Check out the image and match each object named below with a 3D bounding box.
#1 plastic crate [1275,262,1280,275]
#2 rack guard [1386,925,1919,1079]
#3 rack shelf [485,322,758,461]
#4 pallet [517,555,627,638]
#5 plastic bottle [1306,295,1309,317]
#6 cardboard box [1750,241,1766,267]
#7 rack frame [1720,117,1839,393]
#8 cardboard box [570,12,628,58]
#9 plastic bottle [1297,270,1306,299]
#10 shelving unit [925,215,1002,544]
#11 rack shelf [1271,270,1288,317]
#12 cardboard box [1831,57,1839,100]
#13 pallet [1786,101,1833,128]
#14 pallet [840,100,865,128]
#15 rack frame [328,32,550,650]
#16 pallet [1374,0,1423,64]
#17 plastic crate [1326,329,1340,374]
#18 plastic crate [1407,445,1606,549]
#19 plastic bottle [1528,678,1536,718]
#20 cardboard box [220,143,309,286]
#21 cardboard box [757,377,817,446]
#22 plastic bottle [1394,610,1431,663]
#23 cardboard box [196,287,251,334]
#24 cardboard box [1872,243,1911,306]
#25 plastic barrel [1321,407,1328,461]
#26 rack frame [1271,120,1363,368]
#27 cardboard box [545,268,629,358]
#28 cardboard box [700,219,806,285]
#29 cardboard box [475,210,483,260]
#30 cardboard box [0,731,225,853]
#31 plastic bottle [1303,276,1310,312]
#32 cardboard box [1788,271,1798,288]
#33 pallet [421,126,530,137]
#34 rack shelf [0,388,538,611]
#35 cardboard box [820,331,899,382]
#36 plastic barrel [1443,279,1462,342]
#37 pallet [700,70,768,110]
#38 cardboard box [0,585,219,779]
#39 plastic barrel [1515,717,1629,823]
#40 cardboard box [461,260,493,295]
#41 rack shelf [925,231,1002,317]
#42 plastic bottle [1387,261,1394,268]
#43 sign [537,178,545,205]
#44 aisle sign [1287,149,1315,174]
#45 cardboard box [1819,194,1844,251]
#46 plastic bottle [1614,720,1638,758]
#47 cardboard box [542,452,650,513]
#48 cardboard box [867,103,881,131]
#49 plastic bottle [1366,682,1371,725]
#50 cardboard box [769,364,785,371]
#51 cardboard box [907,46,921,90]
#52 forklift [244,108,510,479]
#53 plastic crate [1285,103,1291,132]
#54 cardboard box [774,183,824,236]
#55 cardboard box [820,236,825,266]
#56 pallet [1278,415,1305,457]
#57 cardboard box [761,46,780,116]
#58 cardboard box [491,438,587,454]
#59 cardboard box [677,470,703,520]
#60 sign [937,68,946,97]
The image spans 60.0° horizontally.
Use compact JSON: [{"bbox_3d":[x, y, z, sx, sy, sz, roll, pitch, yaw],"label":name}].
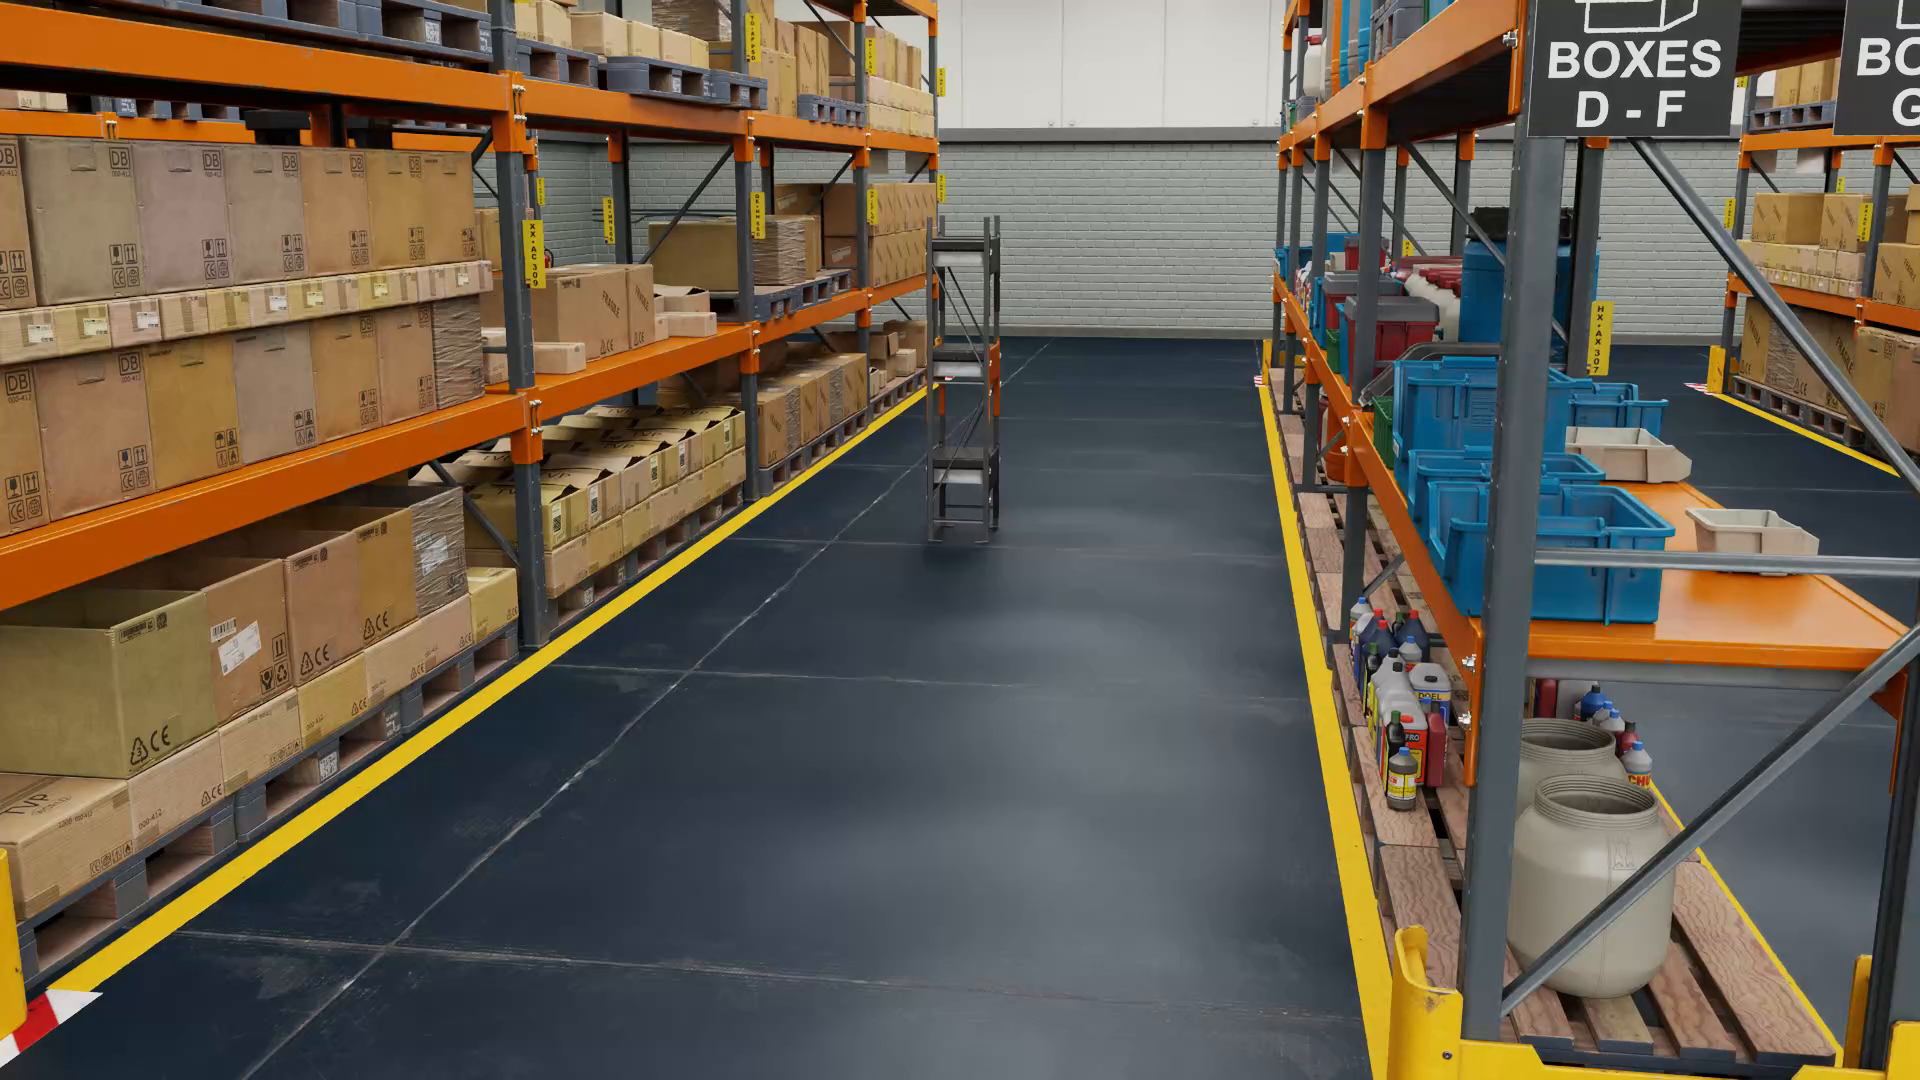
[{"bbox_3d":[3.532,-2.930,17.951,0.250,0.136,0.298,2,12,9],"label":"plastic crate"},{"bbox_3d":[1.635,1.260,3.960,1.175,0.500,0.348,2,12,9],"label":"rack guard"},{"bbox_3d":[-2.302,-1.003,10.236,1.077,0.370,4.000,2,12,9],"label":"rack shelf"},{"bbox_3d":[-2.534,0.270,9.240,1.003,0.211,1.213,2,12,9],"label":"pallet"},{"bbox_3d":[2.702,-1.804,12.715,0.097,0.201,0.097,0,12,0],"label":"plastic bottle"},{"bbox_3d":[8.610,-2.987,17.385,0.500,0.250,0.500,2,12,8],"label":"cardboard box"},{"bbox_3d":[9.024,-3.115,18.327,1.000,3.000,0.127,2,12,9],"label":"rack frame"},{"bbox_3d":[-2.255,-2.933,9.722,0.500,0.250,0.500,1,12,4],"label":"cardboard box"},{"bbox_3d":[2.966,-2.196,14.370,0.097,0.271,0.097,0,12,0],"label":"plastic bottle"},{"bbox_3d":[0.025,-1.061,10.932,0.431,2.100,0.503,2,12,9],"label":"shelving unit"},{"bbox_3d":[3.823,-2.507,17.215,1.077,0.370,4.000,2,12,9],"label":"rack shelf"},{"bbox_3d":[8.778,-4.432,15.849,0.700,0.500,0.500,2,12,11],"label":"cardboard box"},{"bbox_3d":[8.735,-4.128,16.120,1.003,0.211,1.213,2,12,9],"label":"pallet"},{"bbox_3d":[-1.548,-3.845,15.040,1.213,0.211,1.003,2,12,9],"label":"pallet"},{"bbox_3d":[-2.609,-0.939,8.228,1.000,3.000,0.127,2,12,9],"label":"rack frame"},{"bbox_3d":[2.270,-1.998,6.472,1.213,0.211,1.003,2,12,9],"label":"pallet"},{"bbox_3d":[2.274,-1.045,9.227,0.450,0.188,0.662,2,12,9],"label":"plastic crate"},{"bbox_3d":[1.556,-0.121,4.787,0.499,0.251,0.408,2,12,9],"label":"plastic crate"},{"bbox_3d":[2.286,0.588,6.548,0.061,0.283,0.133,2,12,9],"label":"plastic bottle"},{"bbox_3d":[-2.903,-1.216,6.197,0.700,0.500,0.500,2,12,9],"label":"cardboard box"},{"bbox_3d":[-1.485,-1.063,13.696,0.500,0.500,0.500,2,12,8],"label":"cardboard box"},{"bbox_3d":[1.893,0.462,6.974,0.144,0.351,0.185,2,12,9],"label":"plastic bottle"},{"bbox_3d":[-2.755,-0.815,5.877,0.380,0.149,0.250,2,12,8],"label":"cardboard box"},{"bbox_3d":[8.091,-2.243,14.046,0.500,0.500,0.500,2,12,9],"label":"cardboard box"},{"bbox_3d":[2.957,-0.822,12.596,0.421,0.512,0.421,0,12,0],"label":"plastic barrel"},{"bbox_3d":[4.130,-3.275,19.071,1.000,3.000,0.127,2,12,9],"label":"rack frame"},{"bbox_3d":[-2.317,-1.361,9.950,0.500,0.500,0.500,2,12,9],"label":"cardboard box"},{"bbox_3d":[-1.679,-2.344,13.517,0.700,0.500,0.500,4,13,19],"label":"cardboard box"},{"bbox_3d":[-5.955,-3.326,18.596,0.980,0.700,0.700,1,12,6],"label":"cardboard box"},{"bbox_3d":[-2.849,0.824,5.578,0.500,0.250,0.500,2,12,9],"label":"cardboard box"},{"bbox_3d":[2.765,-1.955,13.222,0.061,0.283,0.133,2,12,9],"label":"plastic bottle"},{"bbox_3d":[8.370,-2.554,16.320,0.380,0.149,0.250,2,12,10],"label":"cardboard box"},{"bbox_3d":[-5.763,-4.865,19.536,1.003,0.211,1.213,2,12,9],"label":"pallet"},{"bbox_3d":[-2.917,-0.171,6.372,1.077,0.370,4.000,2,12,9],"label":"rack shelf"},{"bbox_3d":[-1.095,-1.990,17.988,0.797,0.503,0.637,2,12,9],"label":"cardboard box"},{"bbox_3d":[2.649,-1.036,8.357,0.433,0.535,0.433,0,12,0],"label":"plastic barrel"},{"bbox_3d":[-2.010,-3.001,11.127,1.213,0.211,1.003,2,12,11],"label":"pallet"},{"bbox_3d":[-2.847,0.458,5.499,0.500,0.500,0.500,2,12,9],"label":"cardboard box"},{"bbox_3d":[1.772,0.822,4.966,0.421,0.512,0.421,0,12,0],"label":"plastic barrel"},{"bbox_3d":[-2.439,-1.241,7.855,0.380,0.149,0.250,2,12,9],"label":"cardboard box"},{"bbox_3d":[0.025,-1.732,10.787,0.431,0.518,0.480,2,12,9],"label":"rack shelf"},{"bbox_3d":[3.697,-2.217,14.276,0.144,0.351,0.185,2,12,9],"label":"plastic bottle"},{"bbox_3d":[-5.125,-4.258,20.319,0.100,0.325,0.005,2,12,9],"label":"sign"},{"bbox_3d":[3.848,-4.571,18.912,0.394,0.787,0.004,2,12,9],"label":"aisle sign"},{"bbox_3d":[8.297,-2.929,15.336,0.500,0.500,0.500,2,12,9],"label":"cardboard box"},{"bbox_3d":[2.309,0.754,5.777,0.061,0.283,0.133,2,12,10],"label":"plastic bottle"},{"bbox_3d":[-2.139,-0.364,9.759,0.500,0.311,0.500,1,12,7],"label":"cardboard box"},{"bbox_3d":[-1.059,-4.090,16.088,0.500,0.250,0.500,2,12,9],"label":"cardboard box"},{"bbox_3d":[1.655,0.628,6.559,0.097,0.201,0.097,0,12,0],"label":"plastic bottle"},{"bbox_3d":[-1.849,-1.289,14.744,0.500,0.500,0.500,2,12,9],"label":"cardboard box"},{"bbox_3d":[-0.826,-5.333,18.889,0.700,0.500,0.500,2,12,9],"label":"cardboard box"},{"bbox_3d":[-4.313,-1.774,12.267,1.130,2.935,3.031,2,12,10],"label":"forklift"},{"bbox_3d":[3.484,-4.232,16.673,0.437,0.282,0.530,2,12,9],"label":"plastic crate"},{"bbox_3d":[-1.557,-3.255,16.367,0.500,0.500,0.500,2,12,9],"label":"cardboard box"},{"bbox_3d":[-1.555,-2.765,16.467,0.500,0.500,0.500,2,12,10],"label":"cardboard box"},{"bbox_3d":[3.355,-0.920,14.762,1.003,0.211,1.213,2,12,9],"label":"pallet"},{"bbox_3d":[-1.882,-3.485,12.685,0.910,0.500,0.500,2,12,9],"label":"cardboard box"},{"bbox_3d":[-2.596,-0.484,10.319,0.500,0.311,0.500,2,12,8],"label":"cardboard box"},{"bbox_3d":[-1.990,-0.303,10.809,0.500,0.250,0.500,2,12,10],"label":"cardboard box"},{"bbox_3d":[-0.218,-5.314,19.308,0.100,0.325,0.005,2,12,9],"label":"sign"}]
